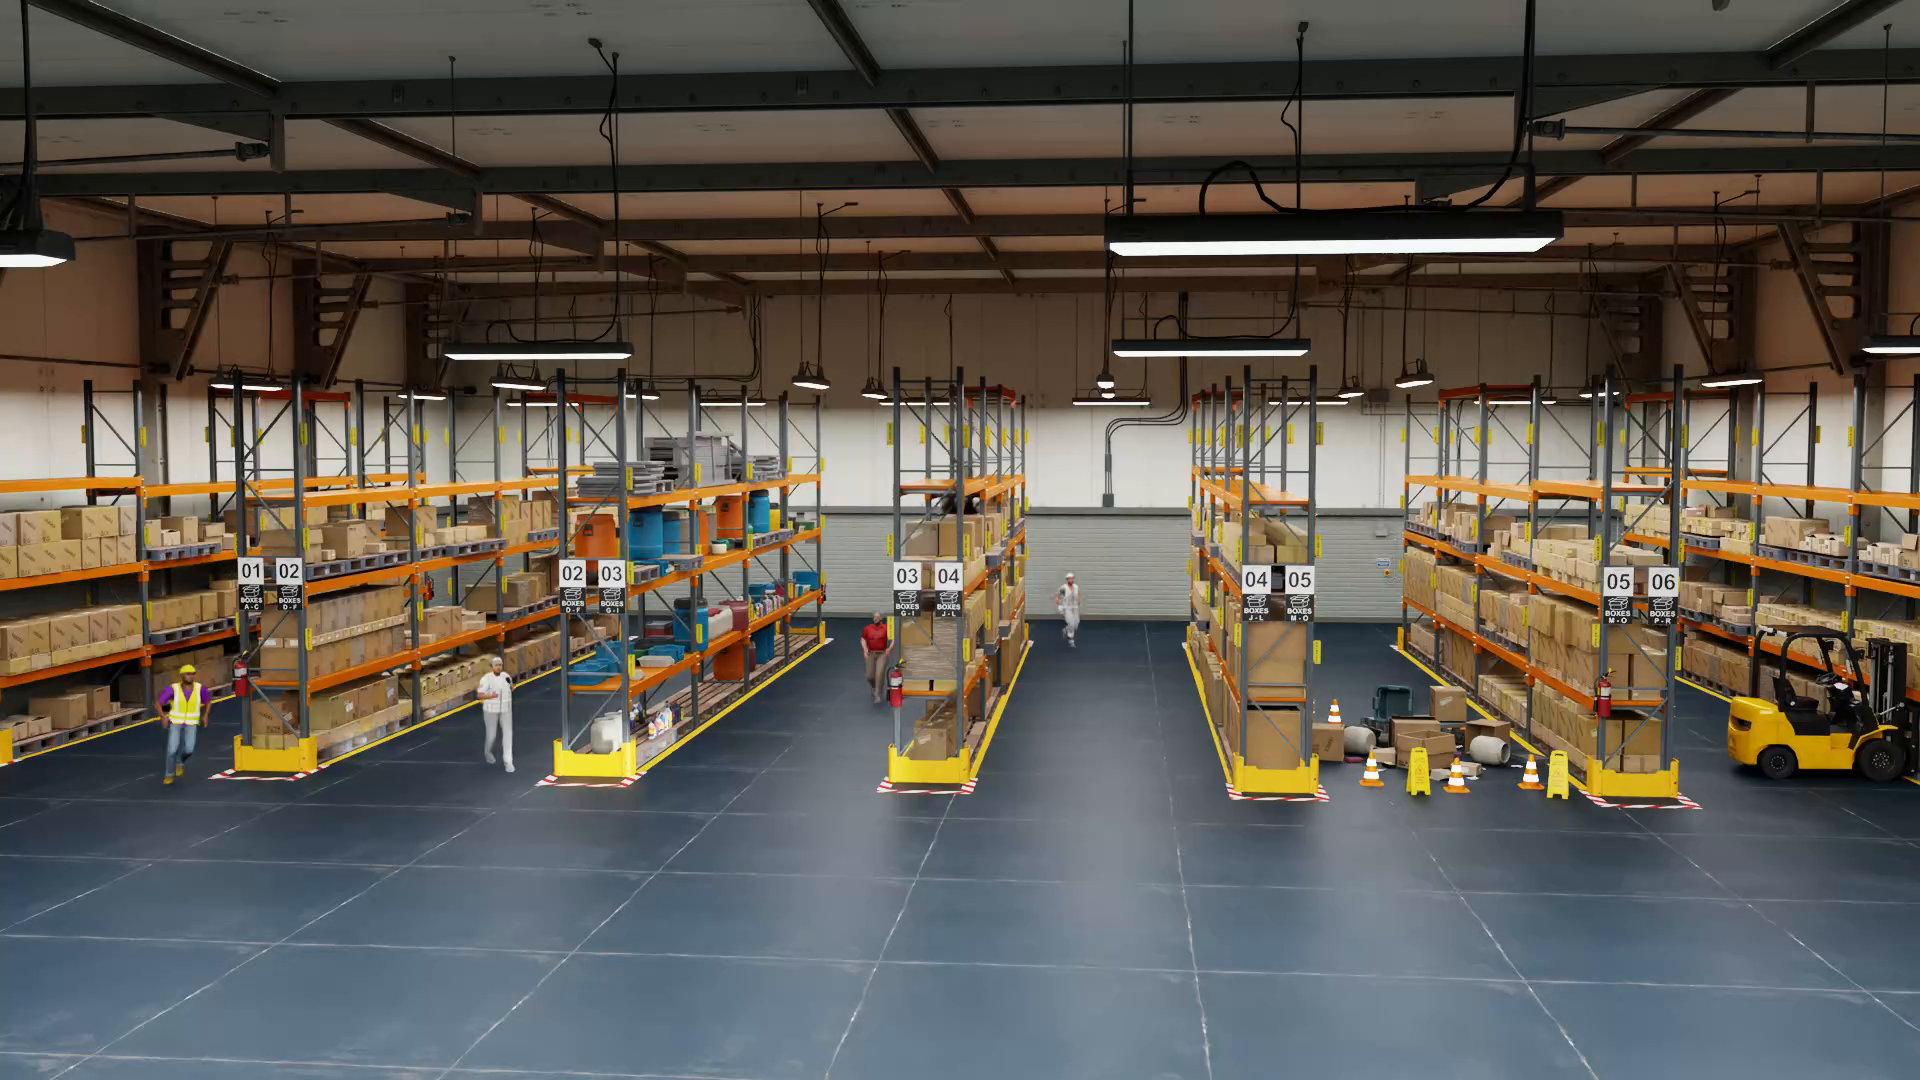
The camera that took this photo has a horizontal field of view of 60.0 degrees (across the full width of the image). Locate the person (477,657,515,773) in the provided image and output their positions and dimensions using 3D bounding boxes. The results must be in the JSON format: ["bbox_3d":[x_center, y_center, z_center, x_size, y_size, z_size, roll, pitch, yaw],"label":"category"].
[{"bbox_3d":[-6.967,2.600,25.036,0.599,1.690,0.880,-2,4,-29],"label":"person"}]

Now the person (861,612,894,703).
[{"bbox_3d":[-1.542,2.206,31.518,0.685,1.707,0.631,0,4,6],"label":"person"}]

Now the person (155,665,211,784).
[{"bbox_3d":[-11.224,2.657,24.075,0.759,1.699,0.523,-2,4,-32],"label":"person"}]

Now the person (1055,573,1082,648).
[{"bbox_3d":[2.616,1.667,39.752,0.697,1.761,0.687,-2,4,-27],"label":"person"}]
